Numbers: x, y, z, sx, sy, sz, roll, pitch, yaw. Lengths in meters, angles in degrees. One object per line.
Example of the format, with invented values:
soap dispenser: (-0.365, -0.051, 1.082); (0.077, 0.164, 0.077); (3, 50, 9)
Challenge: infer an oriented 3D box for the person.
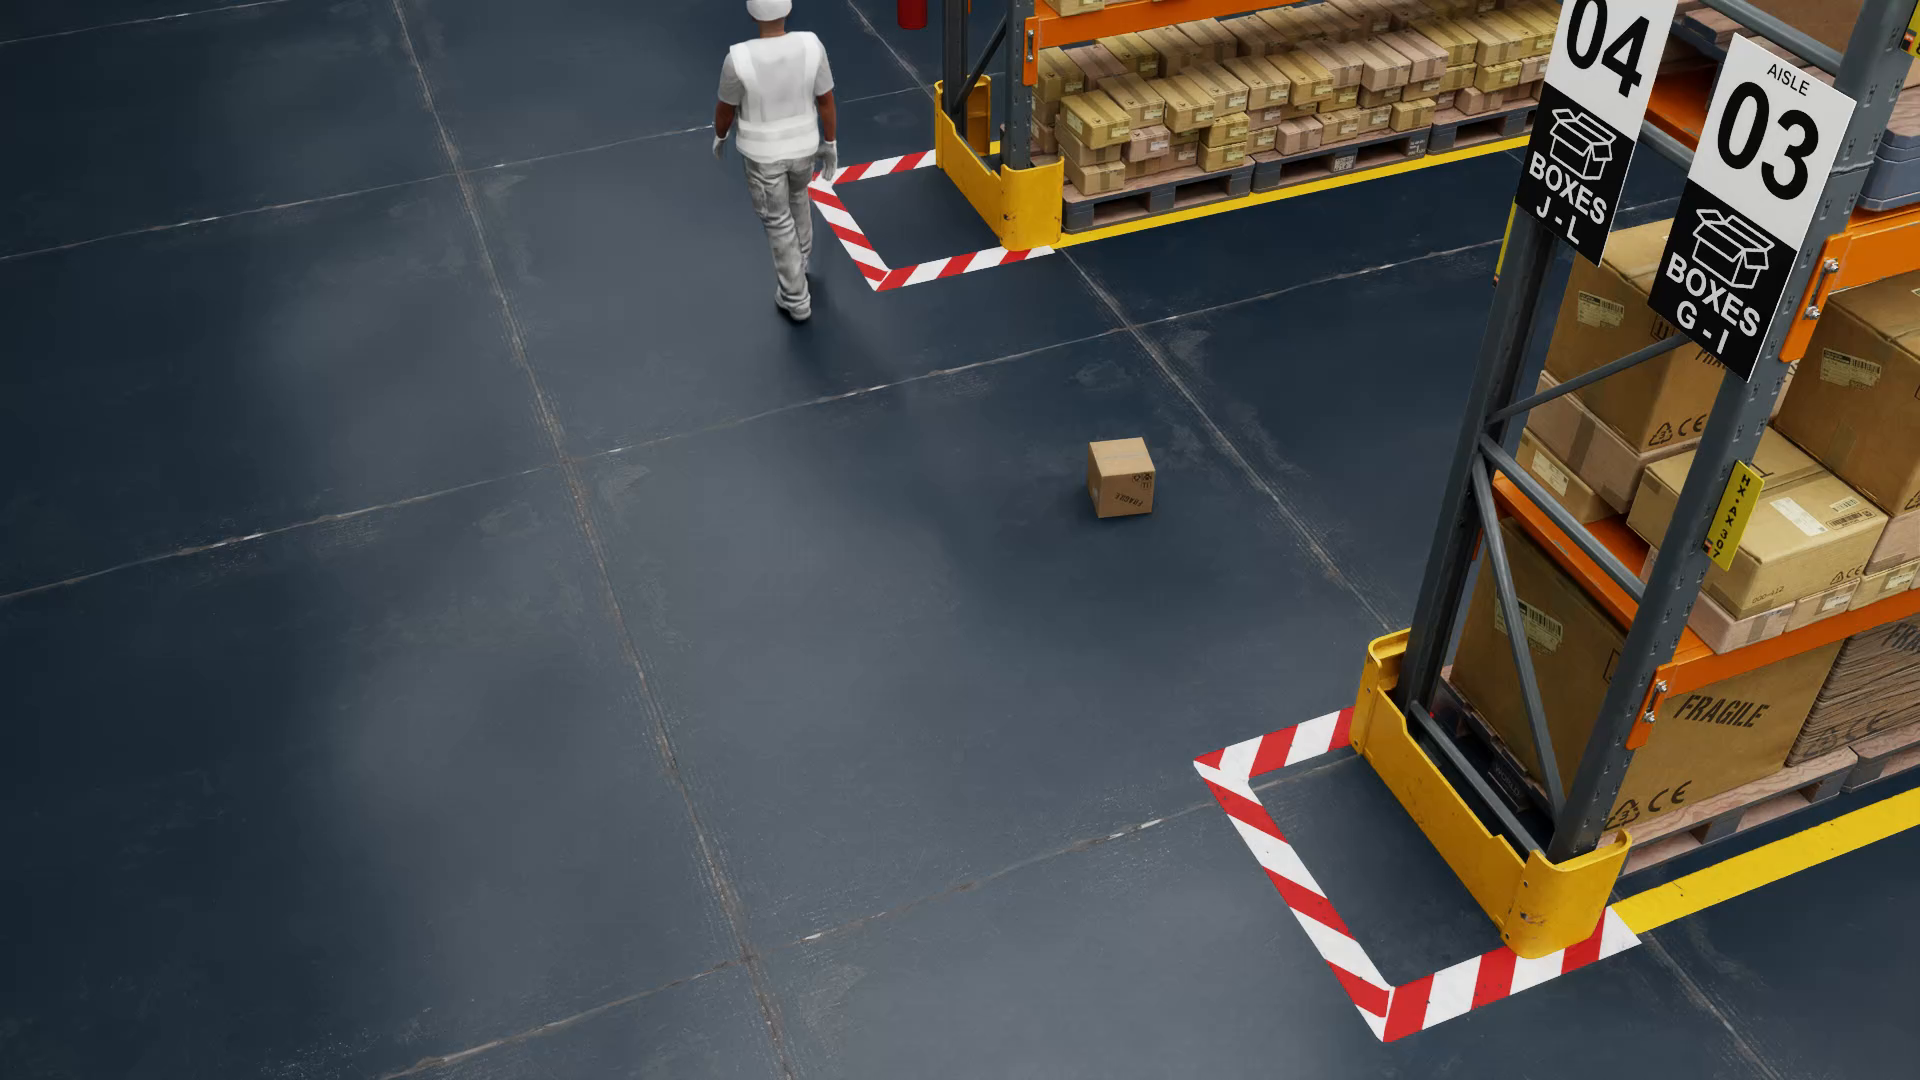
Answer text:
person: (-0.958, -2.015, 8.436); (0.563, 1.814, 0.737); (-19, 45, -20)
